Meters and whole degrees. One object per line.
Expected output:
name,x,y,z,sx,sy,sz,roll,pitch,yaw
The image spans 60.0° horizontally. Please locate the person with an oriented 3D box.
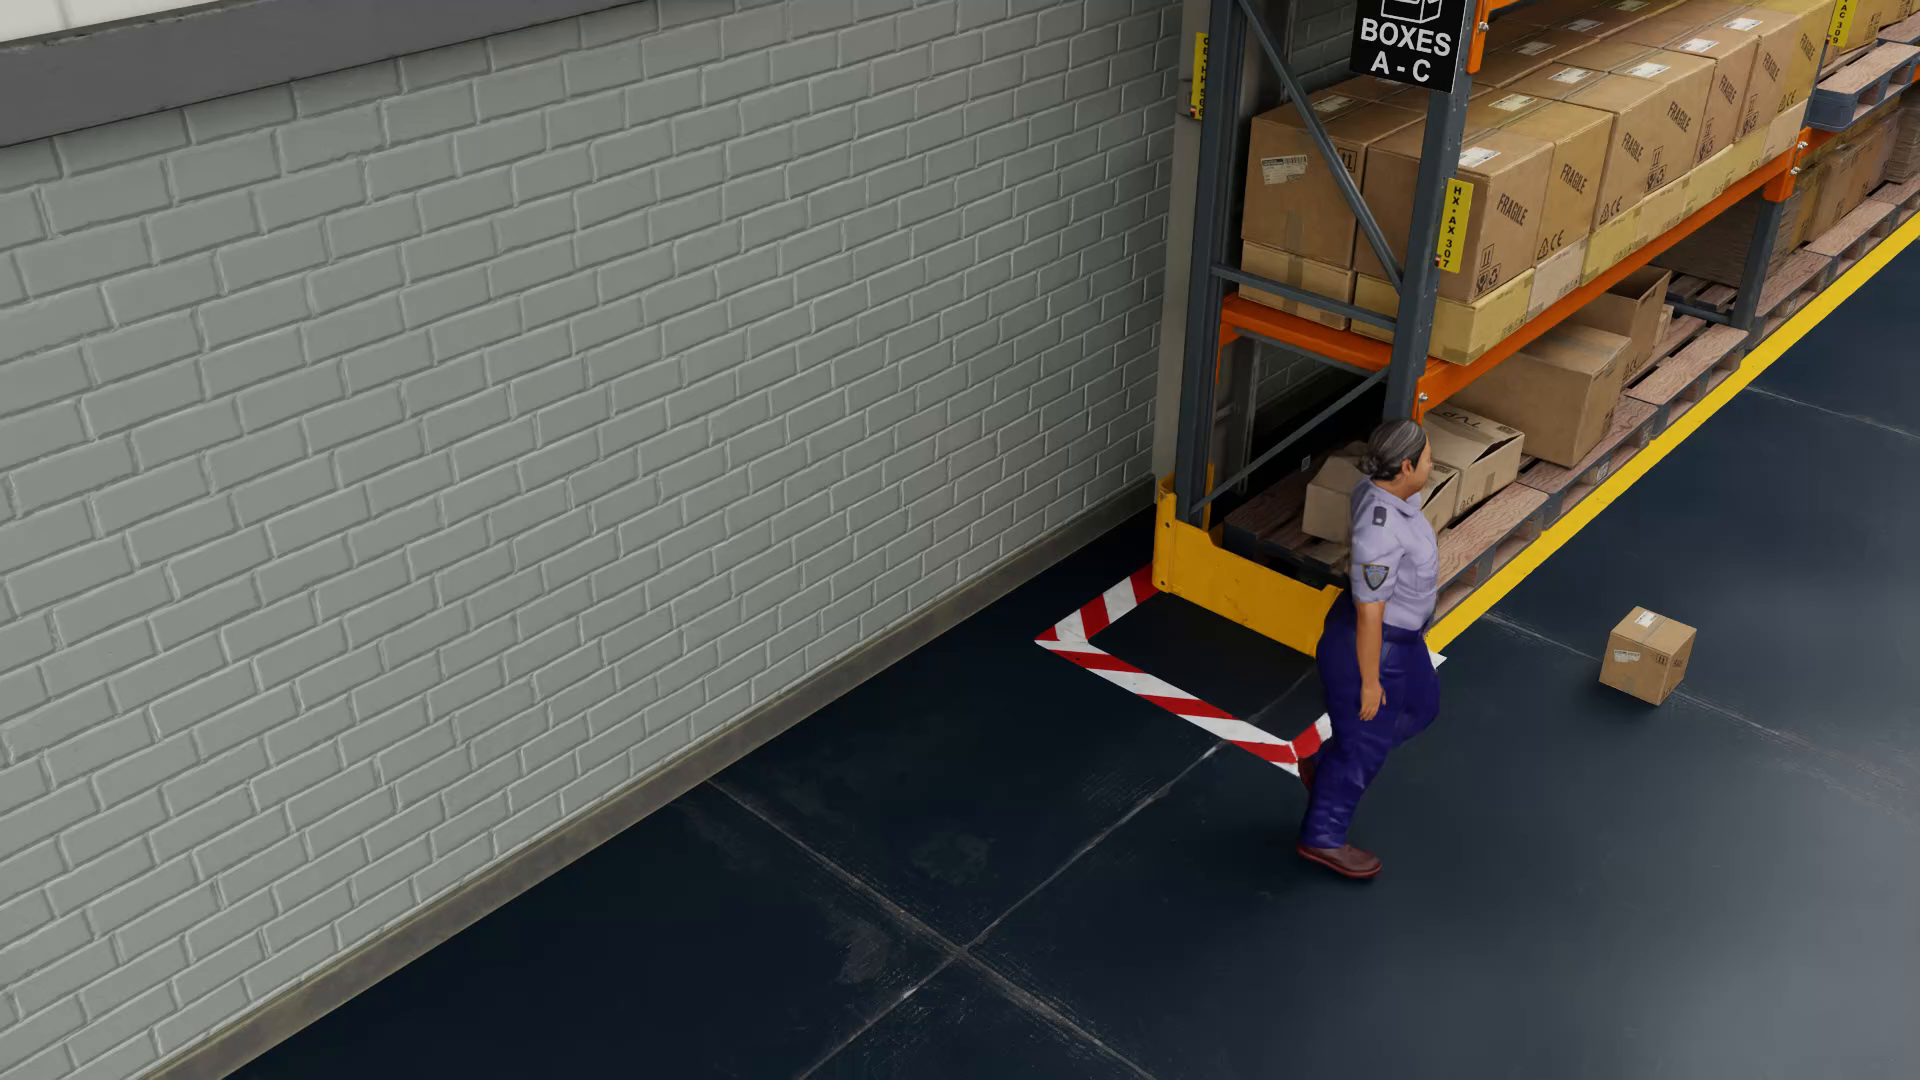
person,1.404,0.357,5.535,0.451,1.639,0.536,9,33,14
